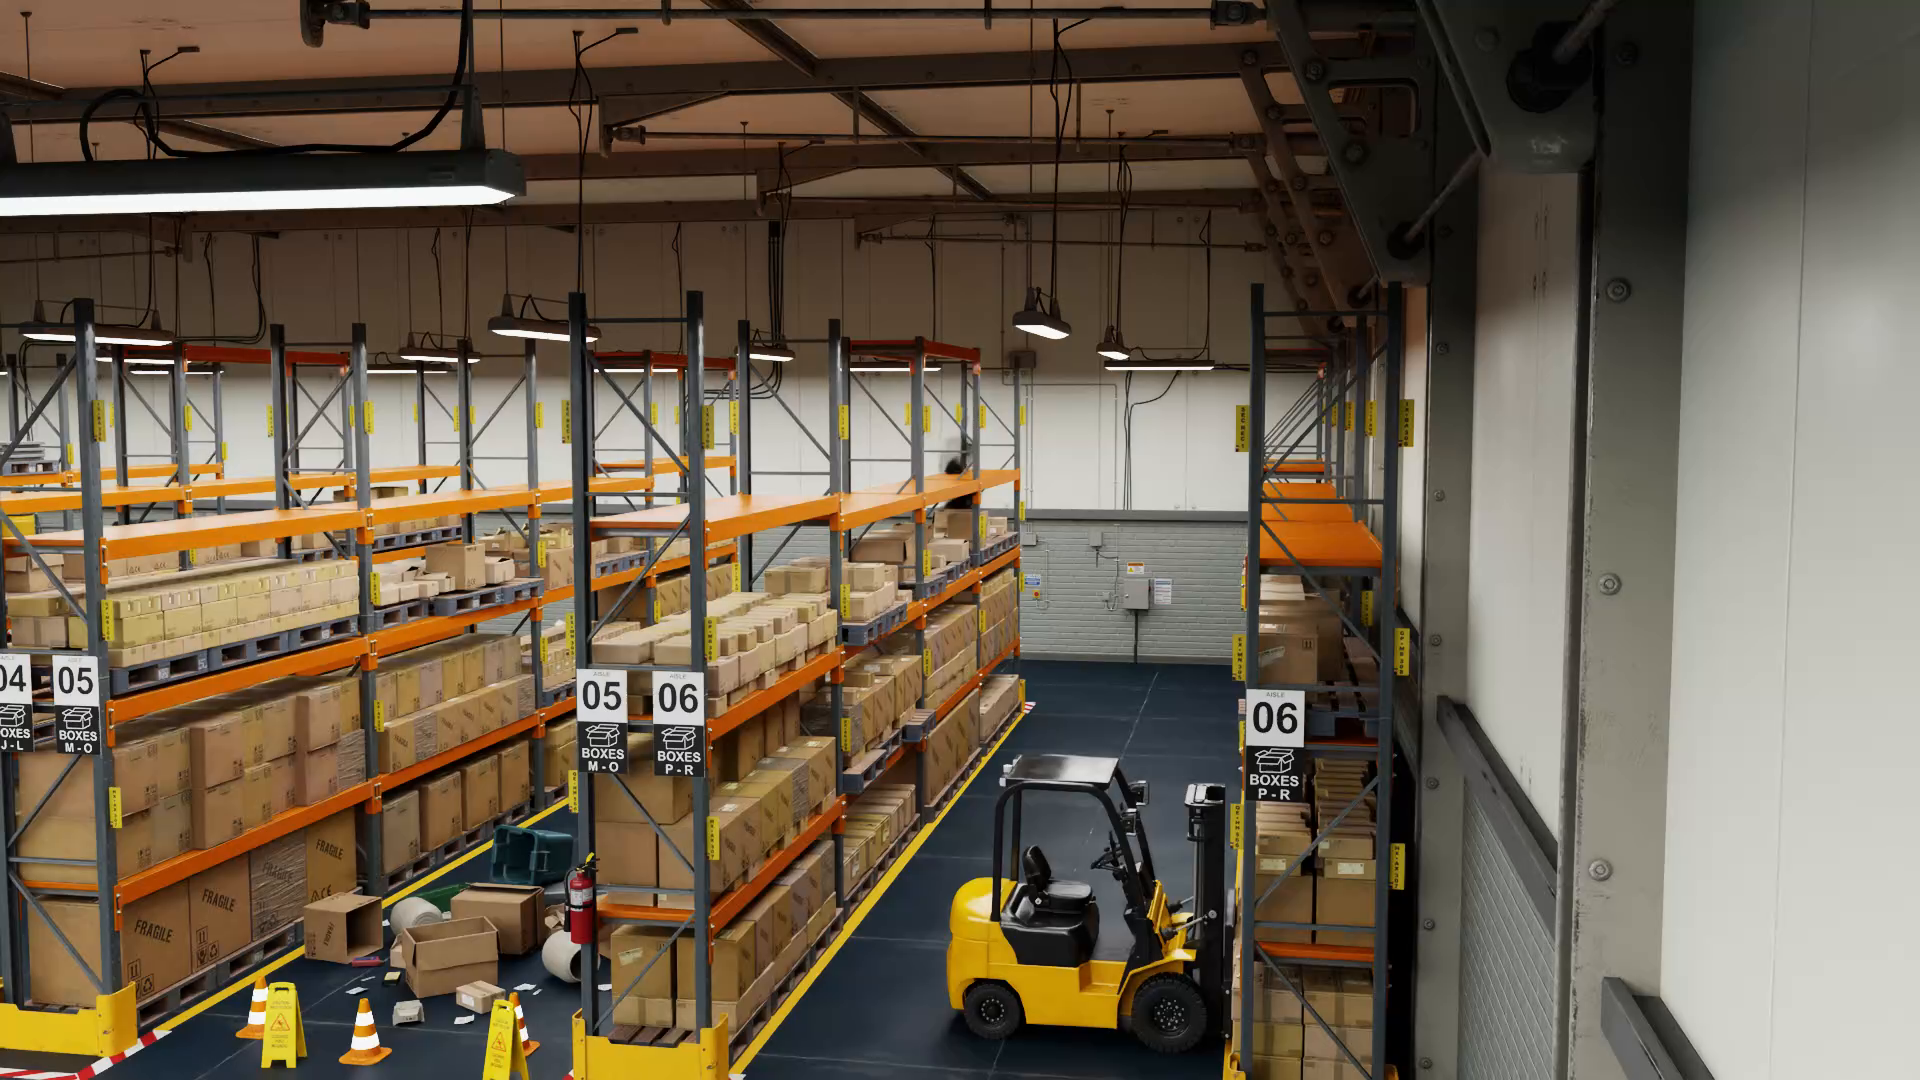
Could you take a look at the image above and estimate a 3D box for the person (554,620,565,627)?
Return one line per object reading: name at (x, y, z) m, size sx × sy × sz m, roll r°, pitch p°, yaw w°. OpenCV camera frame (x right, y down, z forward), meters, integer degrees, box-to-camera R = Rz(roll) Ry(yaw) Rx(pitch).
person at (-6.473, 2.123, 27.554) m, size 0.684 × 1.645 × 0.882 m, roll 1°, pitch 5°, yaw 17°
